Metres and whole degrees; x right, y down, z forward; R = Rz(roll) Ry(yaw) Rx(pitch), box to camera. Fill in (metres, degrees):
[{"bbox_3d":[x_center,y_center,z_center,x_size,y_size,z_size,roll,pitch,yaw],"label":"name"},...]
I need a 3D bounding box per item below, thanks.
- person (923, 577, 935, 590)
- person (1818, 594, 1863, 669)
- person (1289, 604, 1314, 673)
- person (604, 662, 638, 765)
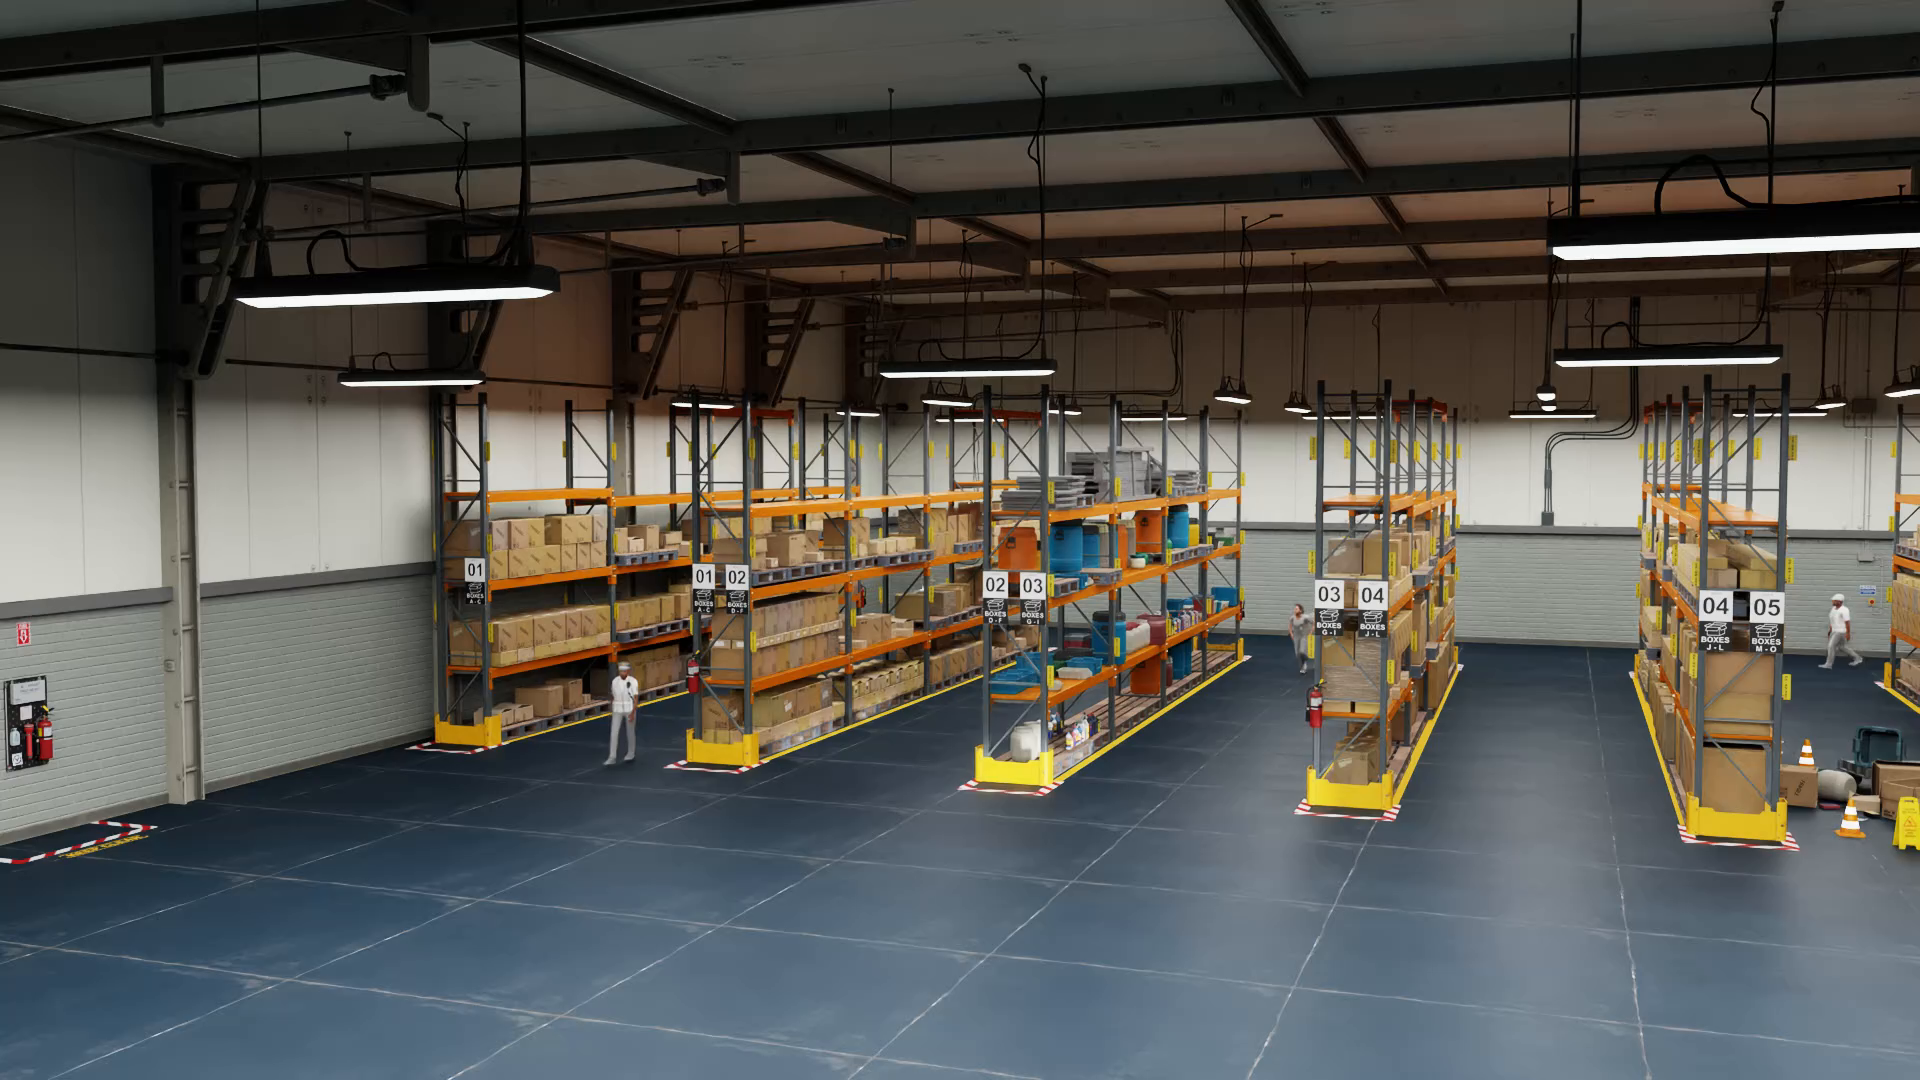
[{"bbox_3d":[-0.741,1.808,43.361,0.974,1.715,0.510,0,3,4],"label":"person"},{"bbox_3d":[20.226,2.103,38.187,0.996,1.731,0.579,1,3,10],"label":"person"},{"bbox_3d":[7.733,2.218,37.505,0.615,1.582,0.686,2,3,28],"label":"person"},{"bbox_3d":[-5.392,2.752,26.544,0.506,1.623,0.959,0,3,-5],"label":"person"}]
